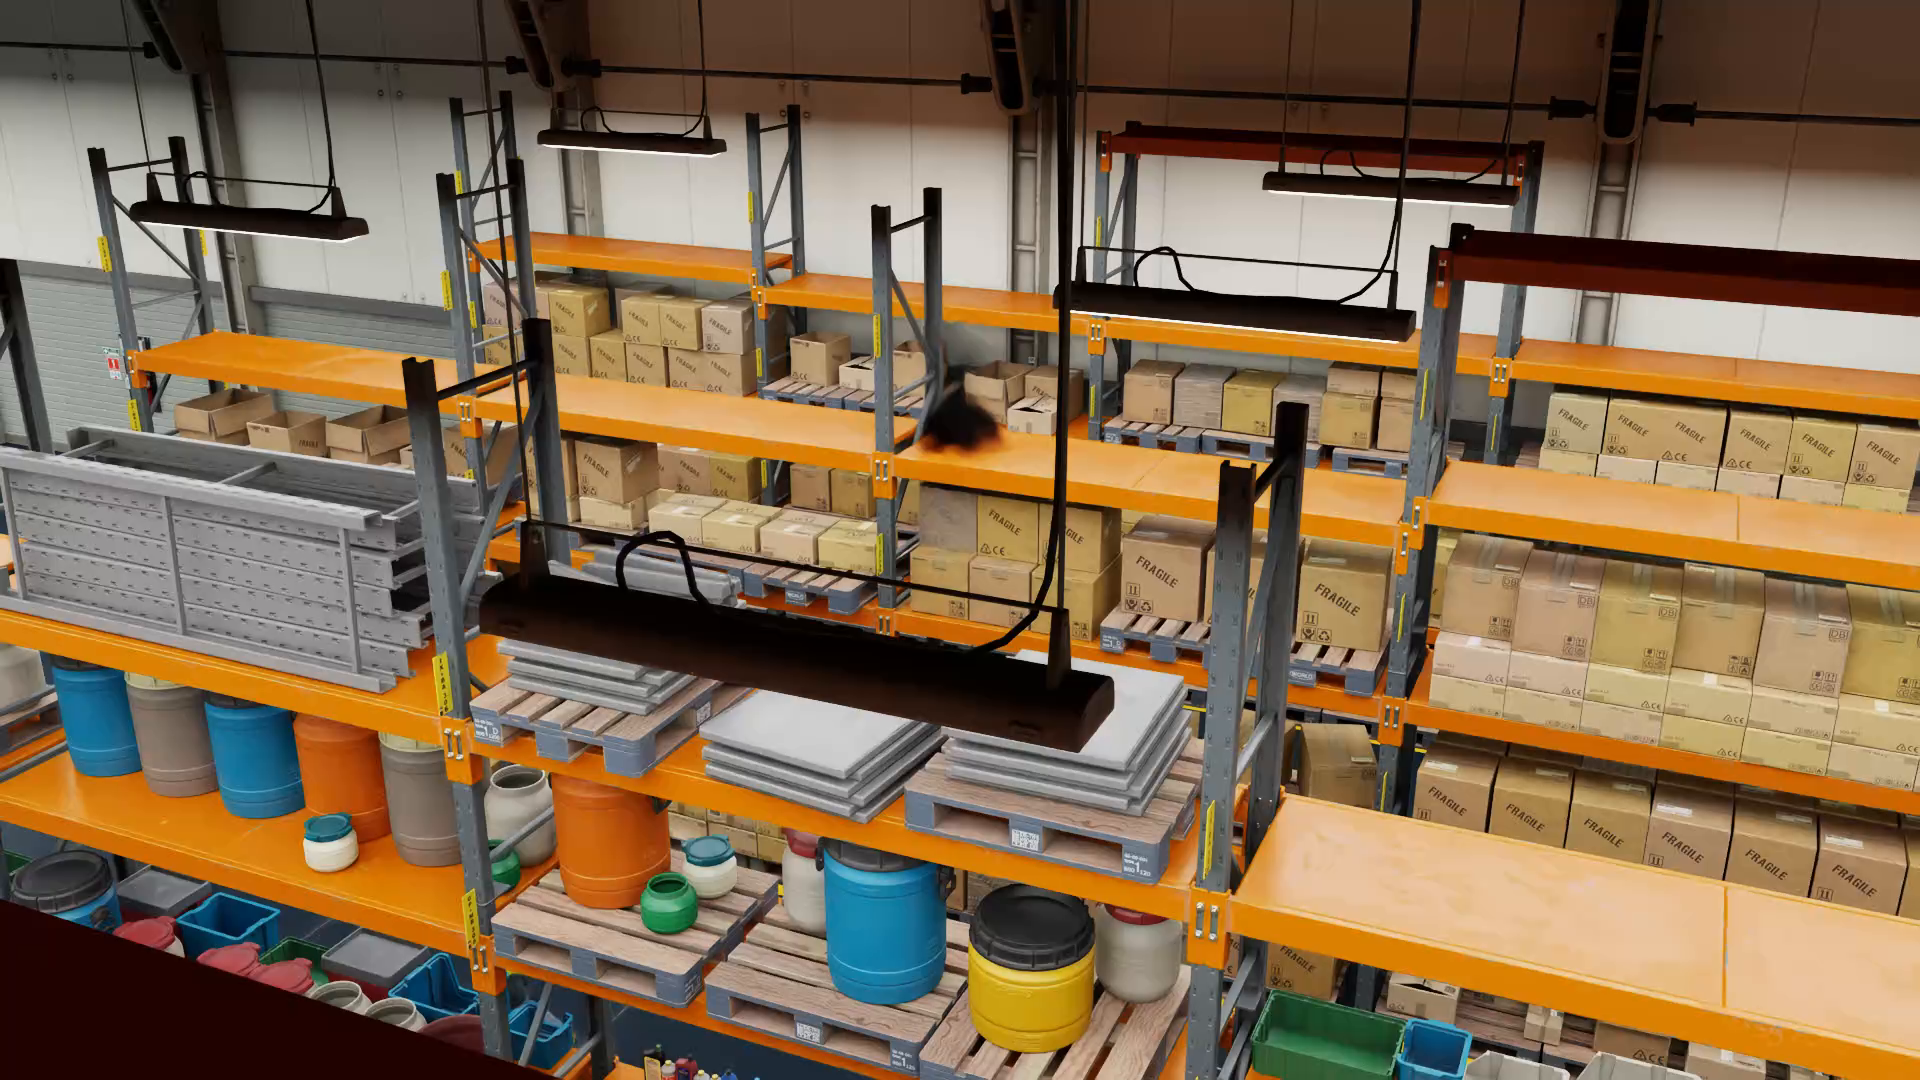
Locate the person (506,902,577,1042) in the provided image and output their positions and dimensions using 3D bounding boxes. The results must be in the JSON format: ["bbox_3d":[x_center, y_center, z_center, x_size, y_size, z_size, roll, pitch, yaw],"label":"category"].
[{"bbox_3d":[-3.227,3.076,12.149,0.813,1.706,0.688,-13,24,-31],"label":"person"}]
